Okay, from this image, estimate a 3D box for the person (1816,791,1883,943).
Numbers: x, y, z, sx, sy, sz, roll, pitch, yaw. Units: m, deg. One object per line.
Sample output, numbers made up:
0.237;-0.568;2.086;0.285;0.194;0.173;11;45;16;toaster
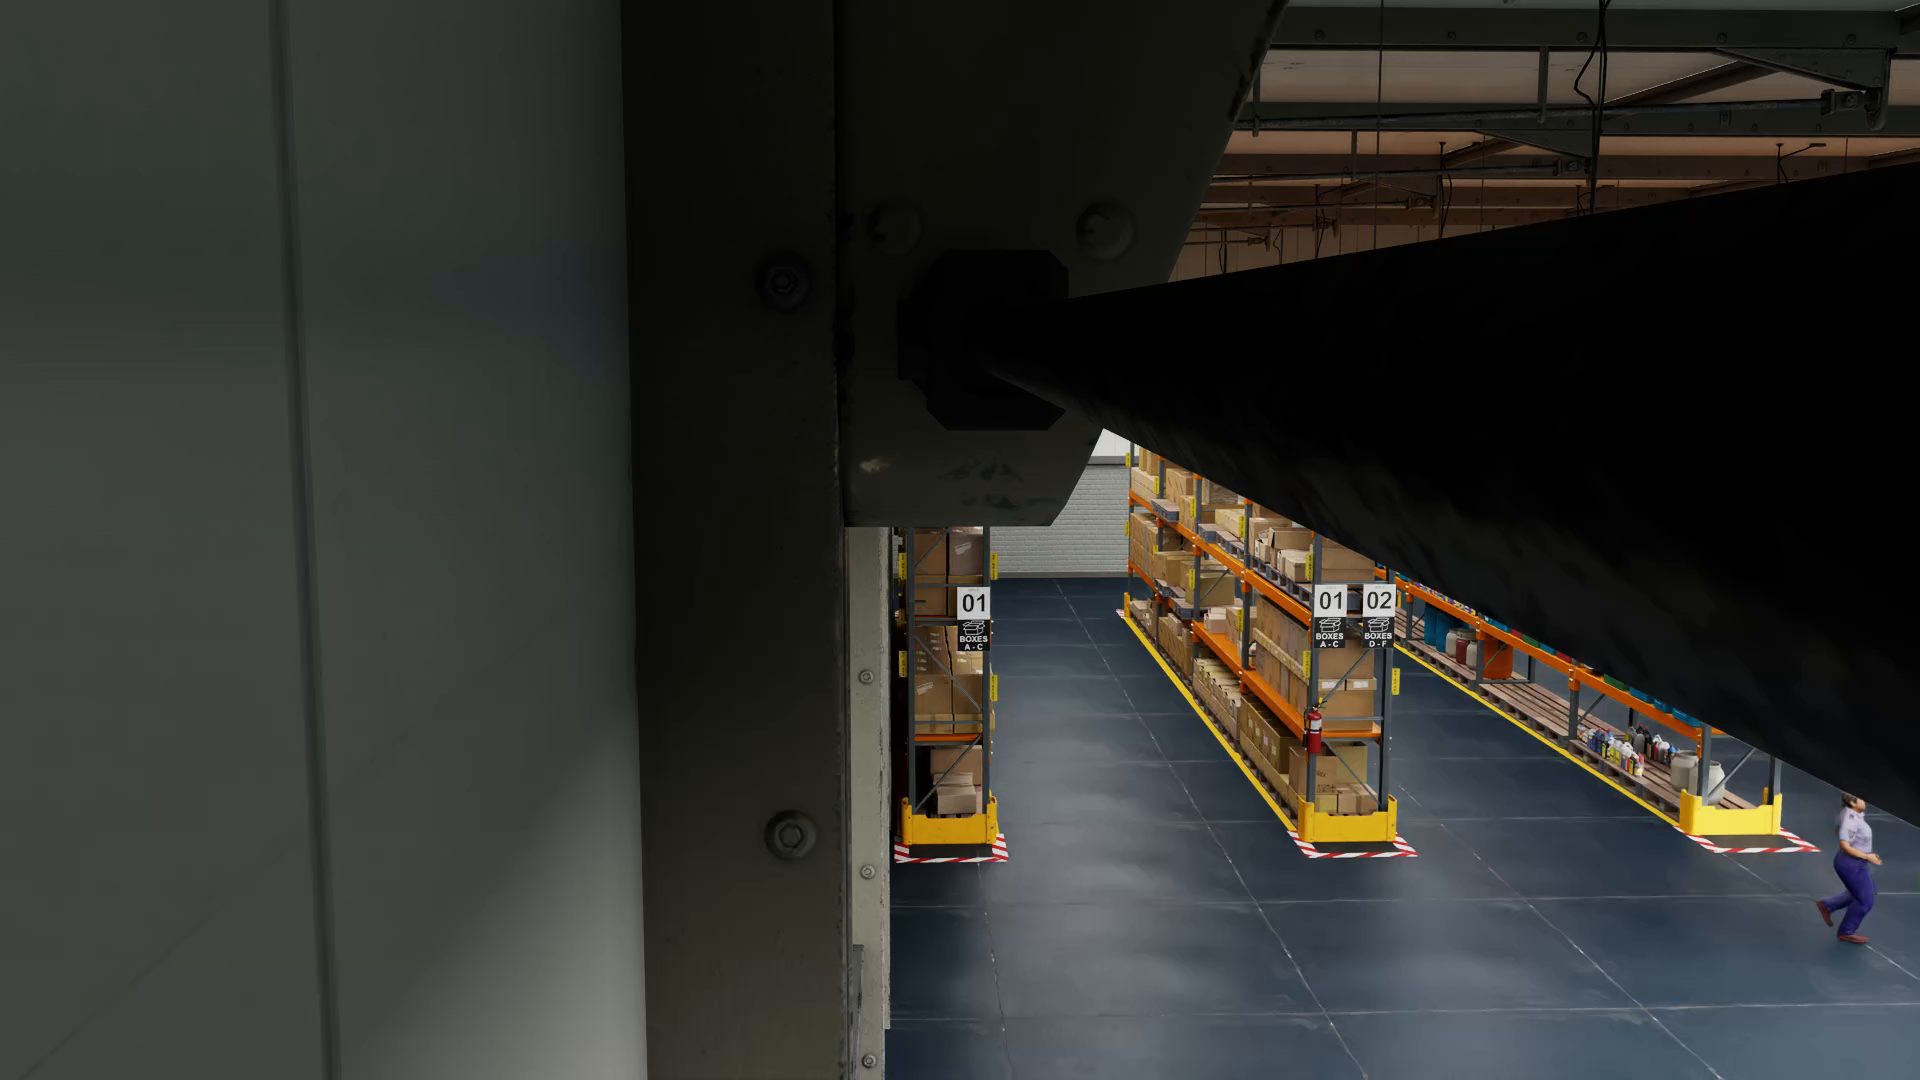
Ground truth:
9.198;3.350;17.181;0.575;1.596;0.604;4;8;26;person
